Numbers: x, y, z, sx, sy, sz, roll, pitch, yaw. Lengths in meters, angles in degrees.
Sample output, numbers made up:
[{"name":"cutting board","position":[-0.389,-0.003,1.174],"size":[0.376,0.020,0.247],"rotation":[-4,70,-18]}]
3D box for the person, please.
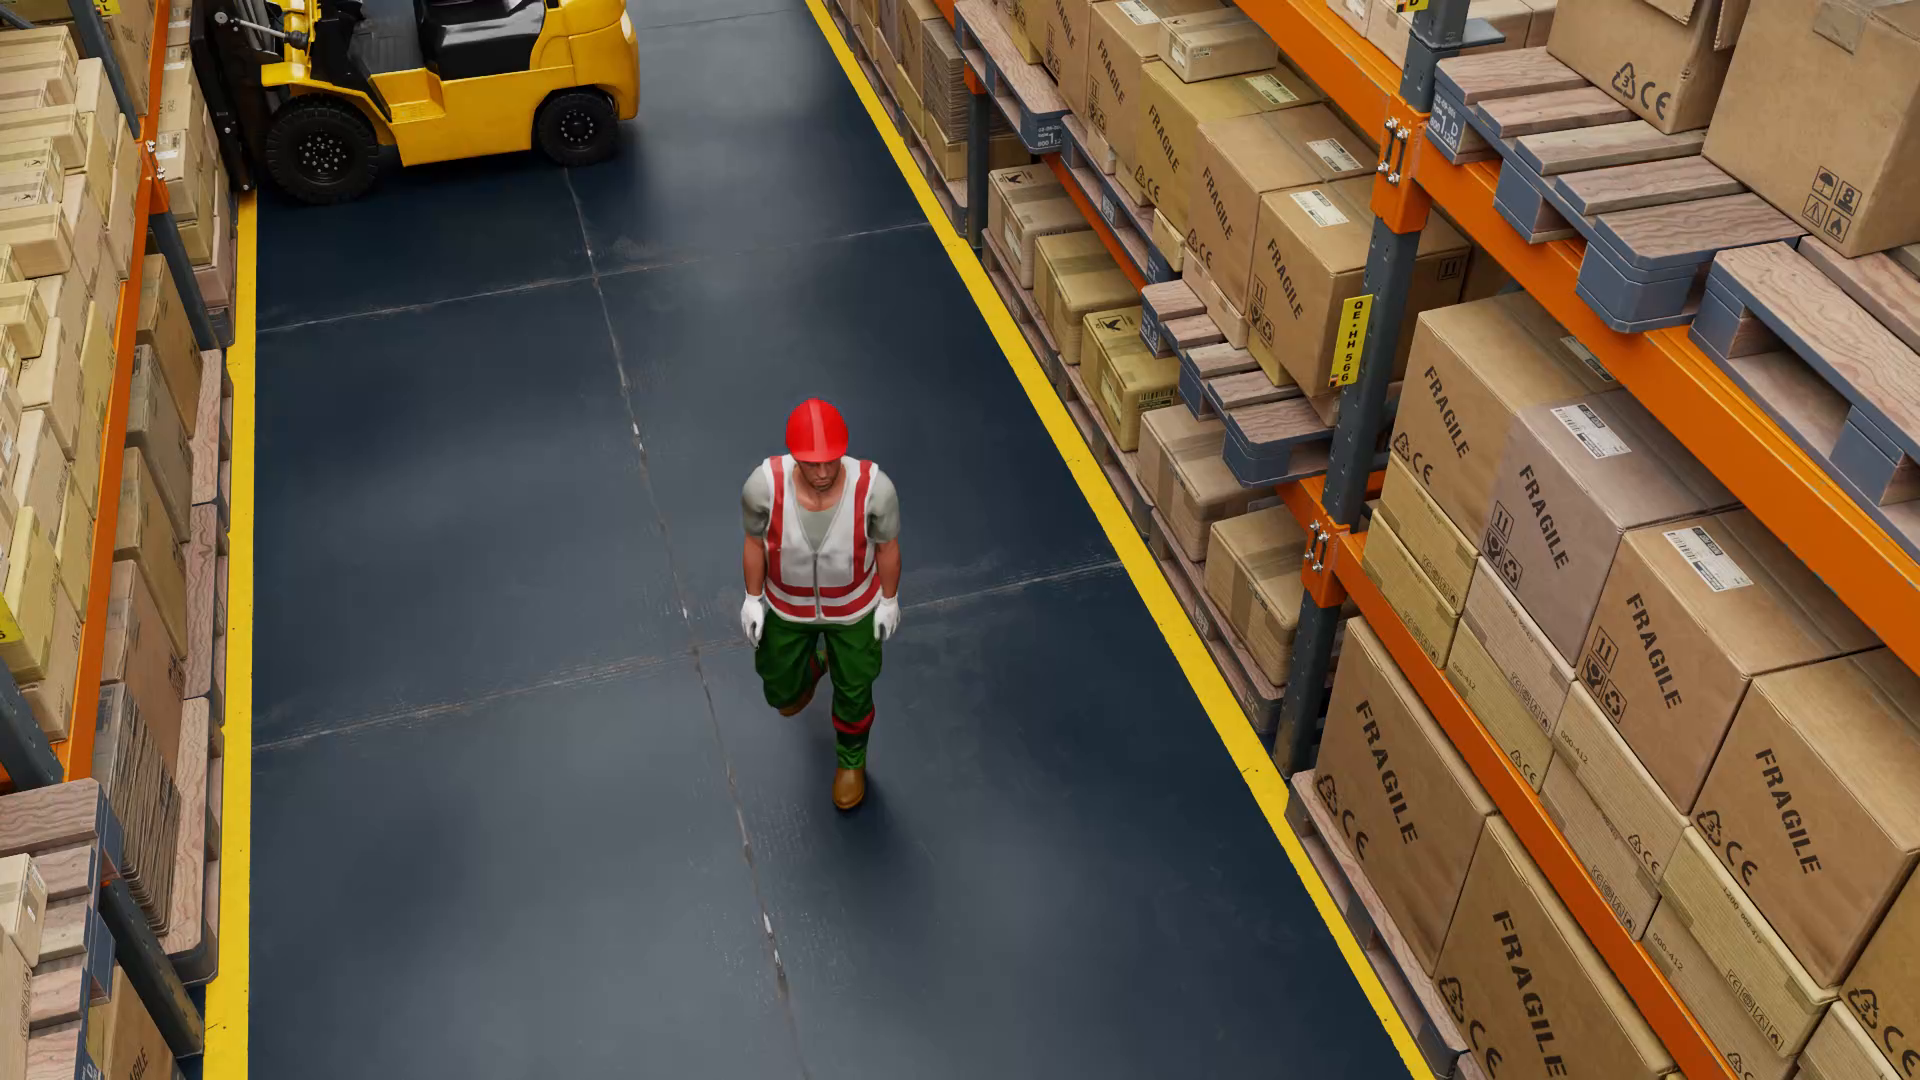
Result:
[{"name":"person","position":[-0.489,0.171,5.914],"size":[0.574,1.788,0.611],"rotation":[0,42,0]}]
